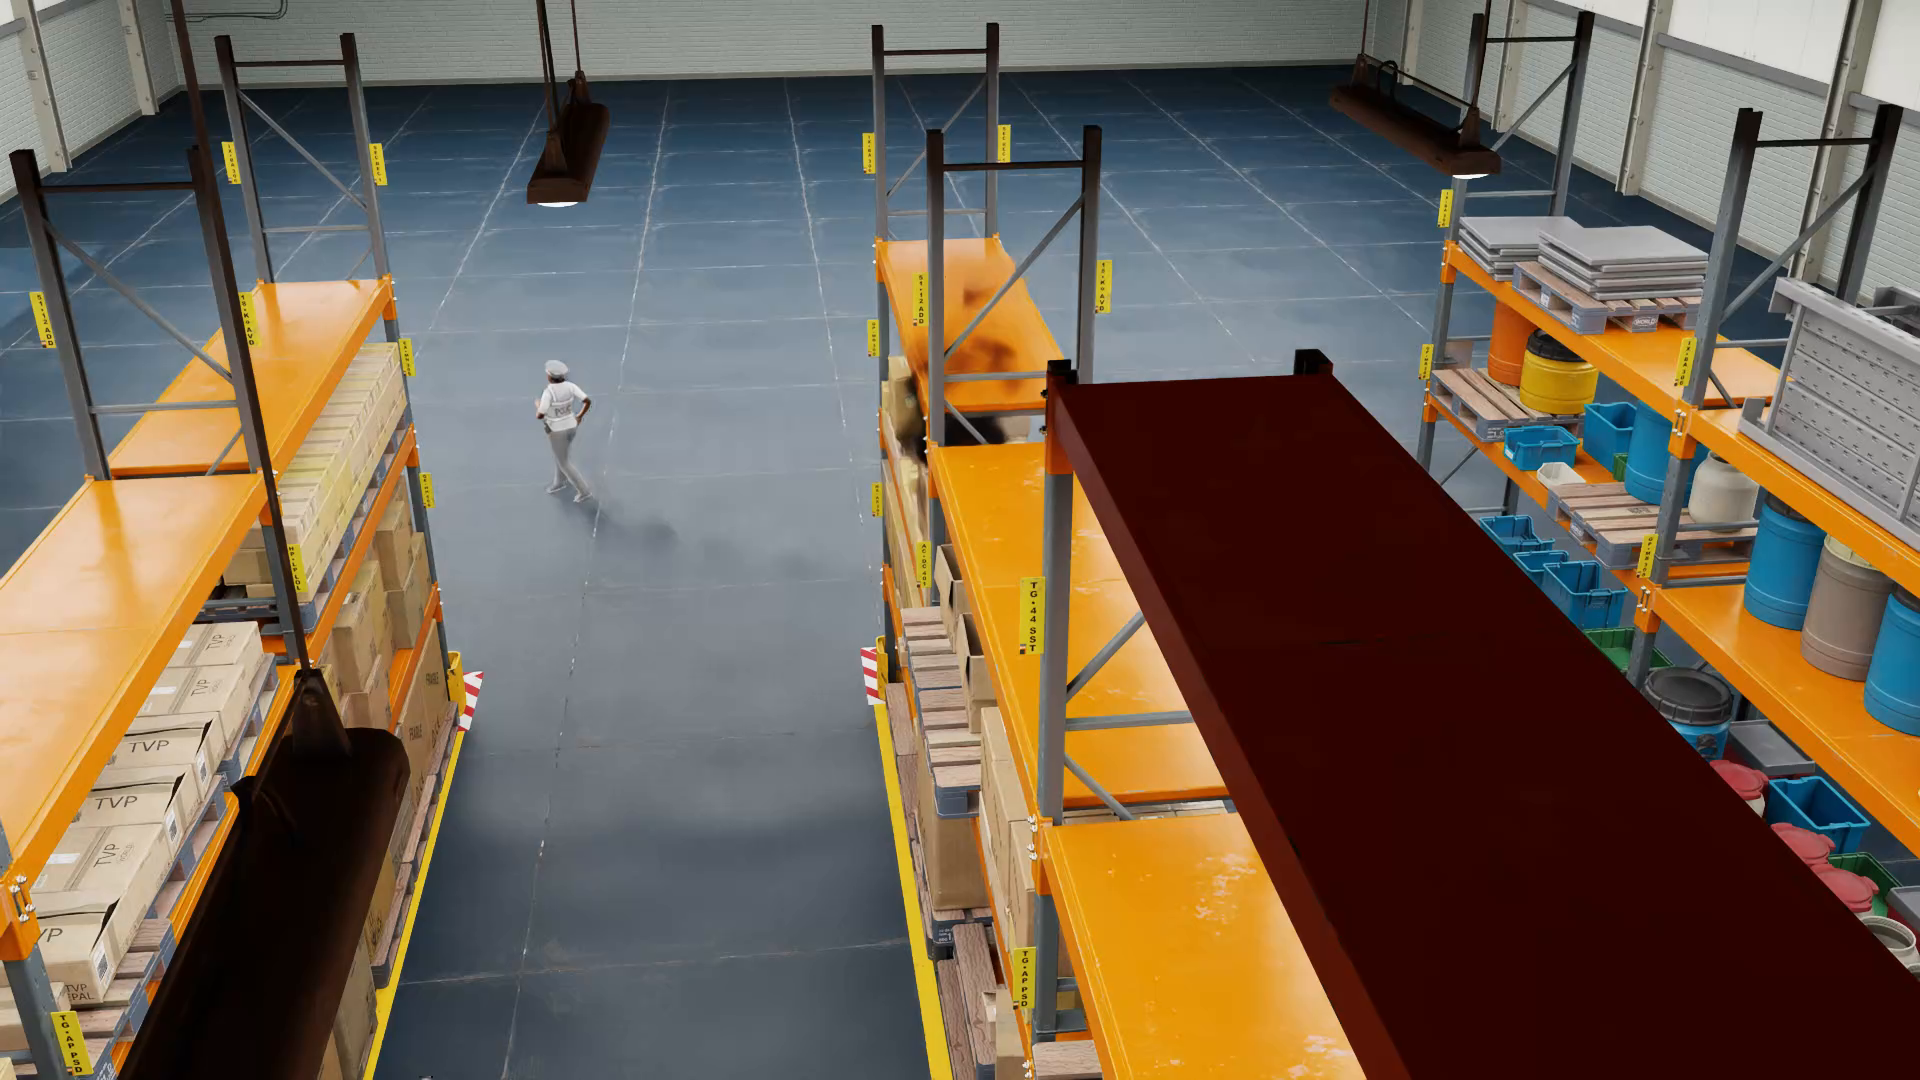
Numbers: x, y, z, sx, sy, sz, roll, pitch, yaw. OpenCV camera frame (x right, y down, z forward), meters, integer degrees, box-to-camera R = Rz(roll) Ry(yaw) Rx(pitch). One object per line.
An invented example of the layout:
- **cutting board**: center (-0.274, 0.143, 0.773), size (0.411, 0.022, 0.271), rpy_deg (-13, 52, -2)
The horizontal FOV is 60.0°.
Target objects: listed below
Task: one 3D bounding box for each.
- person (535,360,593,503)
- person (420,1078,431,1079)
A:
- **person**: center (-4.566, -1.236, 19.103), size (0.866, 1.727, 0.563), rpy_deg (15, 29, 28)
- **person**: center (-2.777, 3.639, 8.833), size (0.636, 1.826, 0.865), rpy_deg (-3, 26, -7)
